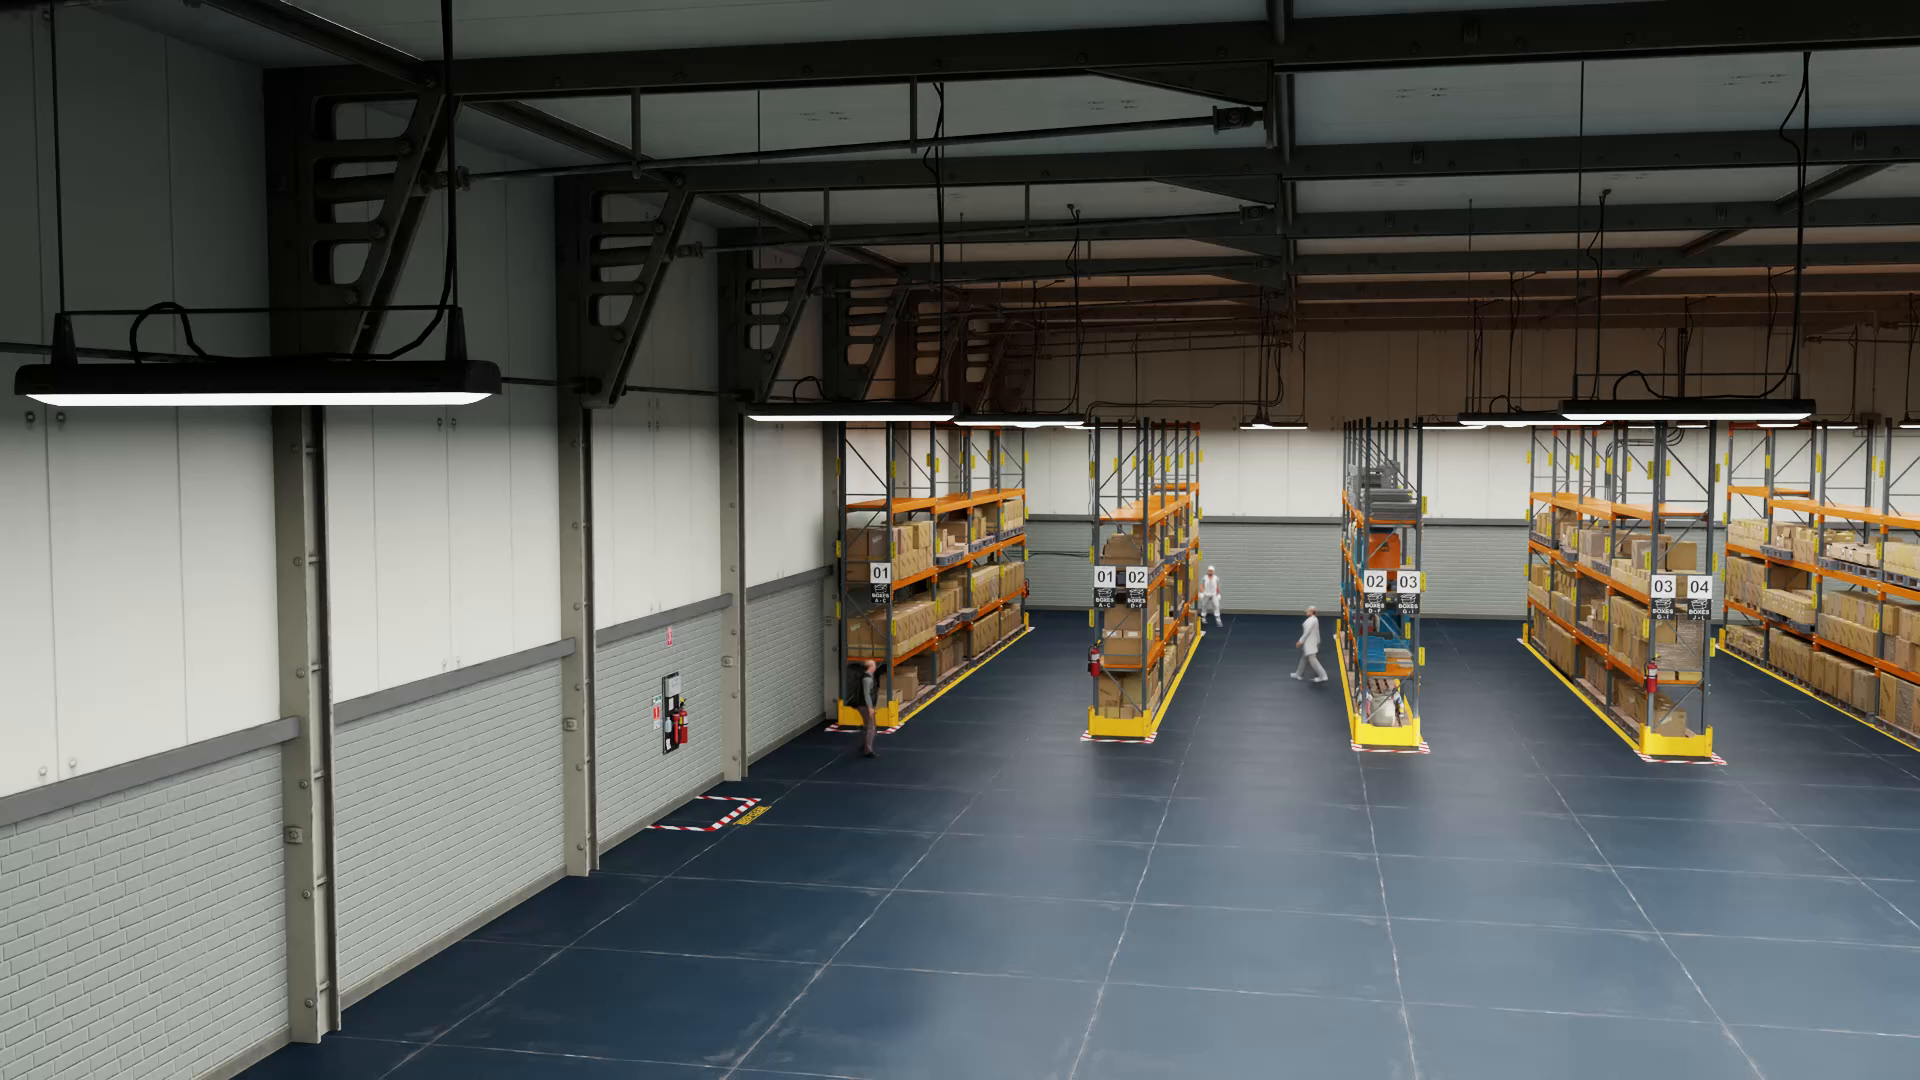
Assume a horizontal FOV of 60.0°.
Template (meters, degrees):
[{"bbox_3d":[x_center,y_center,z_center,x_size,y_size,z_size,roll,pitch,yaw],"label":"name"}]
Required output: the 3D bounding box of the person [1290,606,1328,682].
[{"bbox_3d":[7.985,2.378,38.101,1.093,1.736,0.665,3,5,41],"label":"person"}]

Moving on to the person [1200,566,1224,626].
[{"bbox_3d":[7.430,1.637,49.099,0.687,1.738,0.967,-1,4,-16],"label":"person"}]

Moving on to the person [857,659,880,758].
[{"bbox_3d":[-1.622,2.996,29.375,0.401,1.791,0.611,0,4,-4],"label":"person"}]
